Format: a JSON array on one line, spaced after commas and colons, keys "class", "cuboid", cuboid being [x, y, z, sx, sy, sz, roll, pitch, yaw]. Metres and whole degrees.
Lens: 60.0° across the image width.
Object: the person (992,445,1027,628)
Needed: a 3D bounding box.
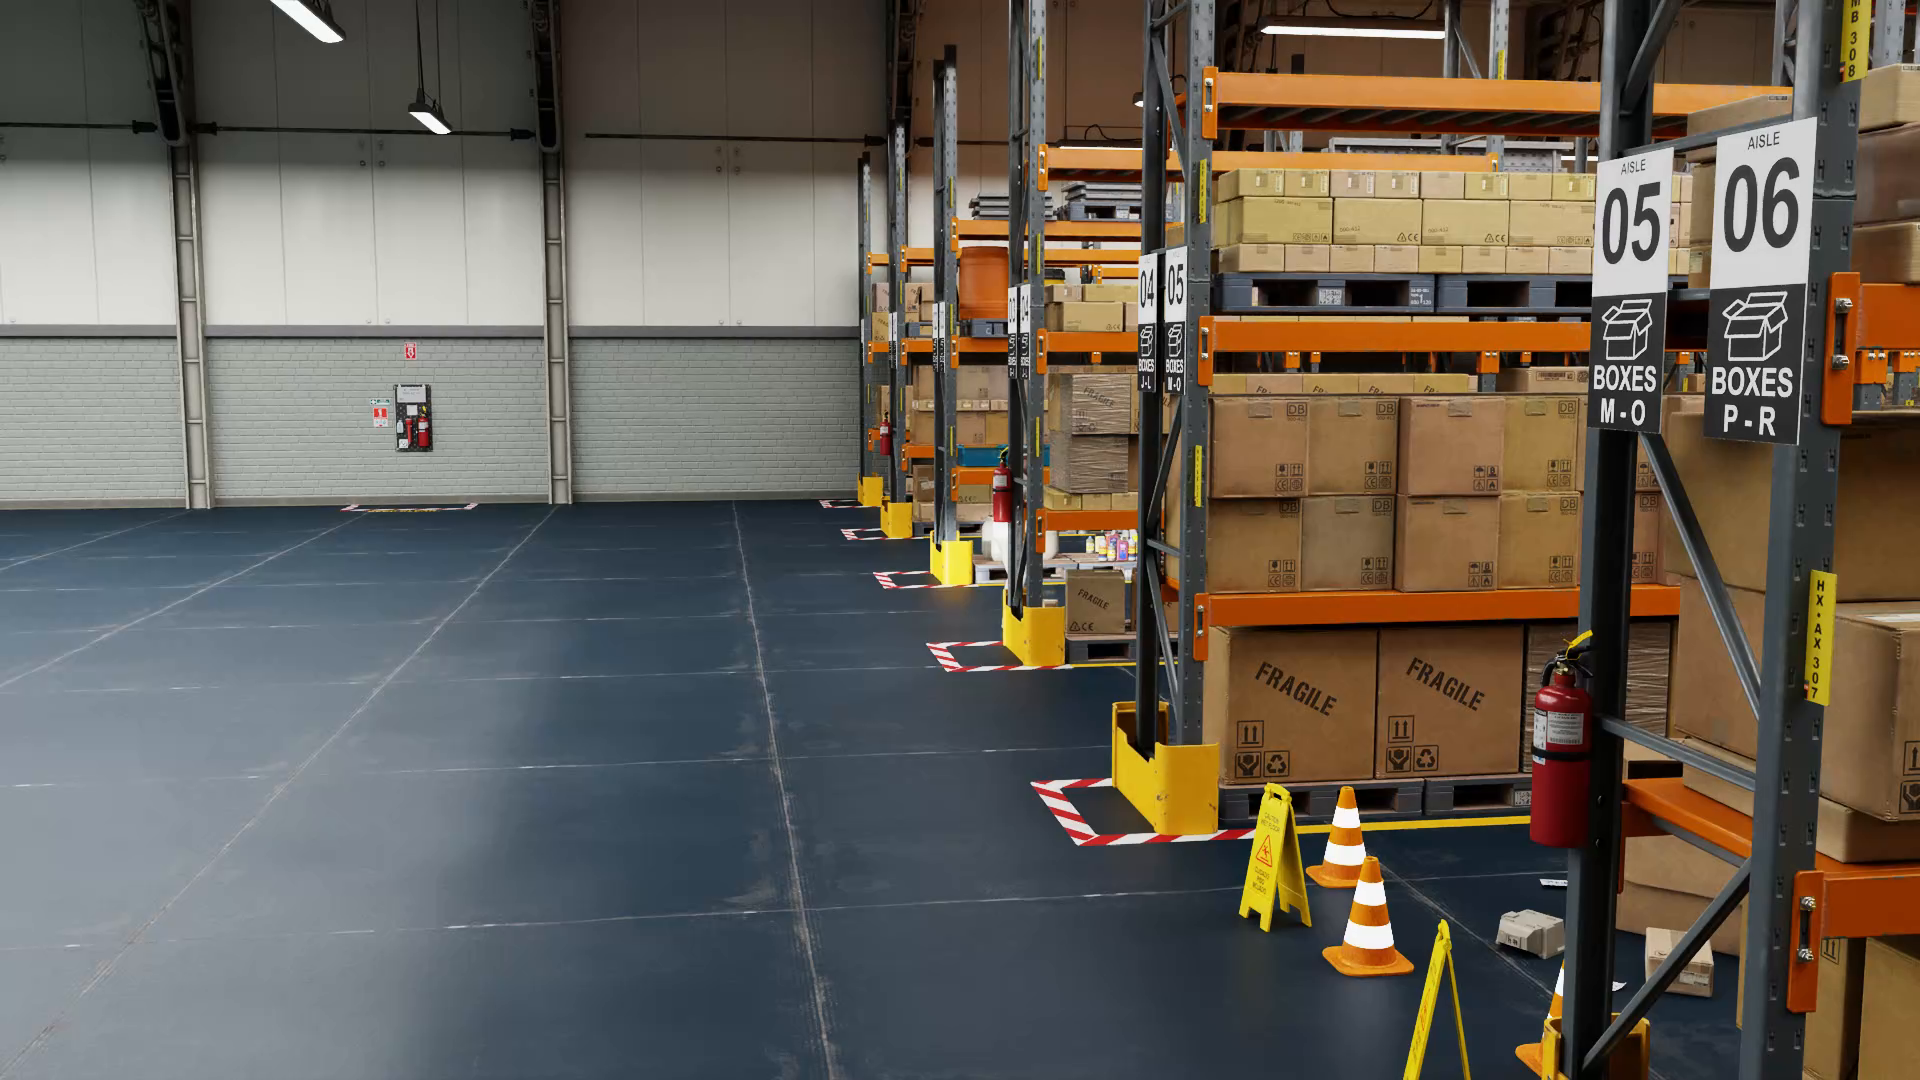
[{"class": "person", "cuboid": [0.539, -0.037, 15.999, 0.435, 1.749, 0.585, 1, 7, 11]}]
